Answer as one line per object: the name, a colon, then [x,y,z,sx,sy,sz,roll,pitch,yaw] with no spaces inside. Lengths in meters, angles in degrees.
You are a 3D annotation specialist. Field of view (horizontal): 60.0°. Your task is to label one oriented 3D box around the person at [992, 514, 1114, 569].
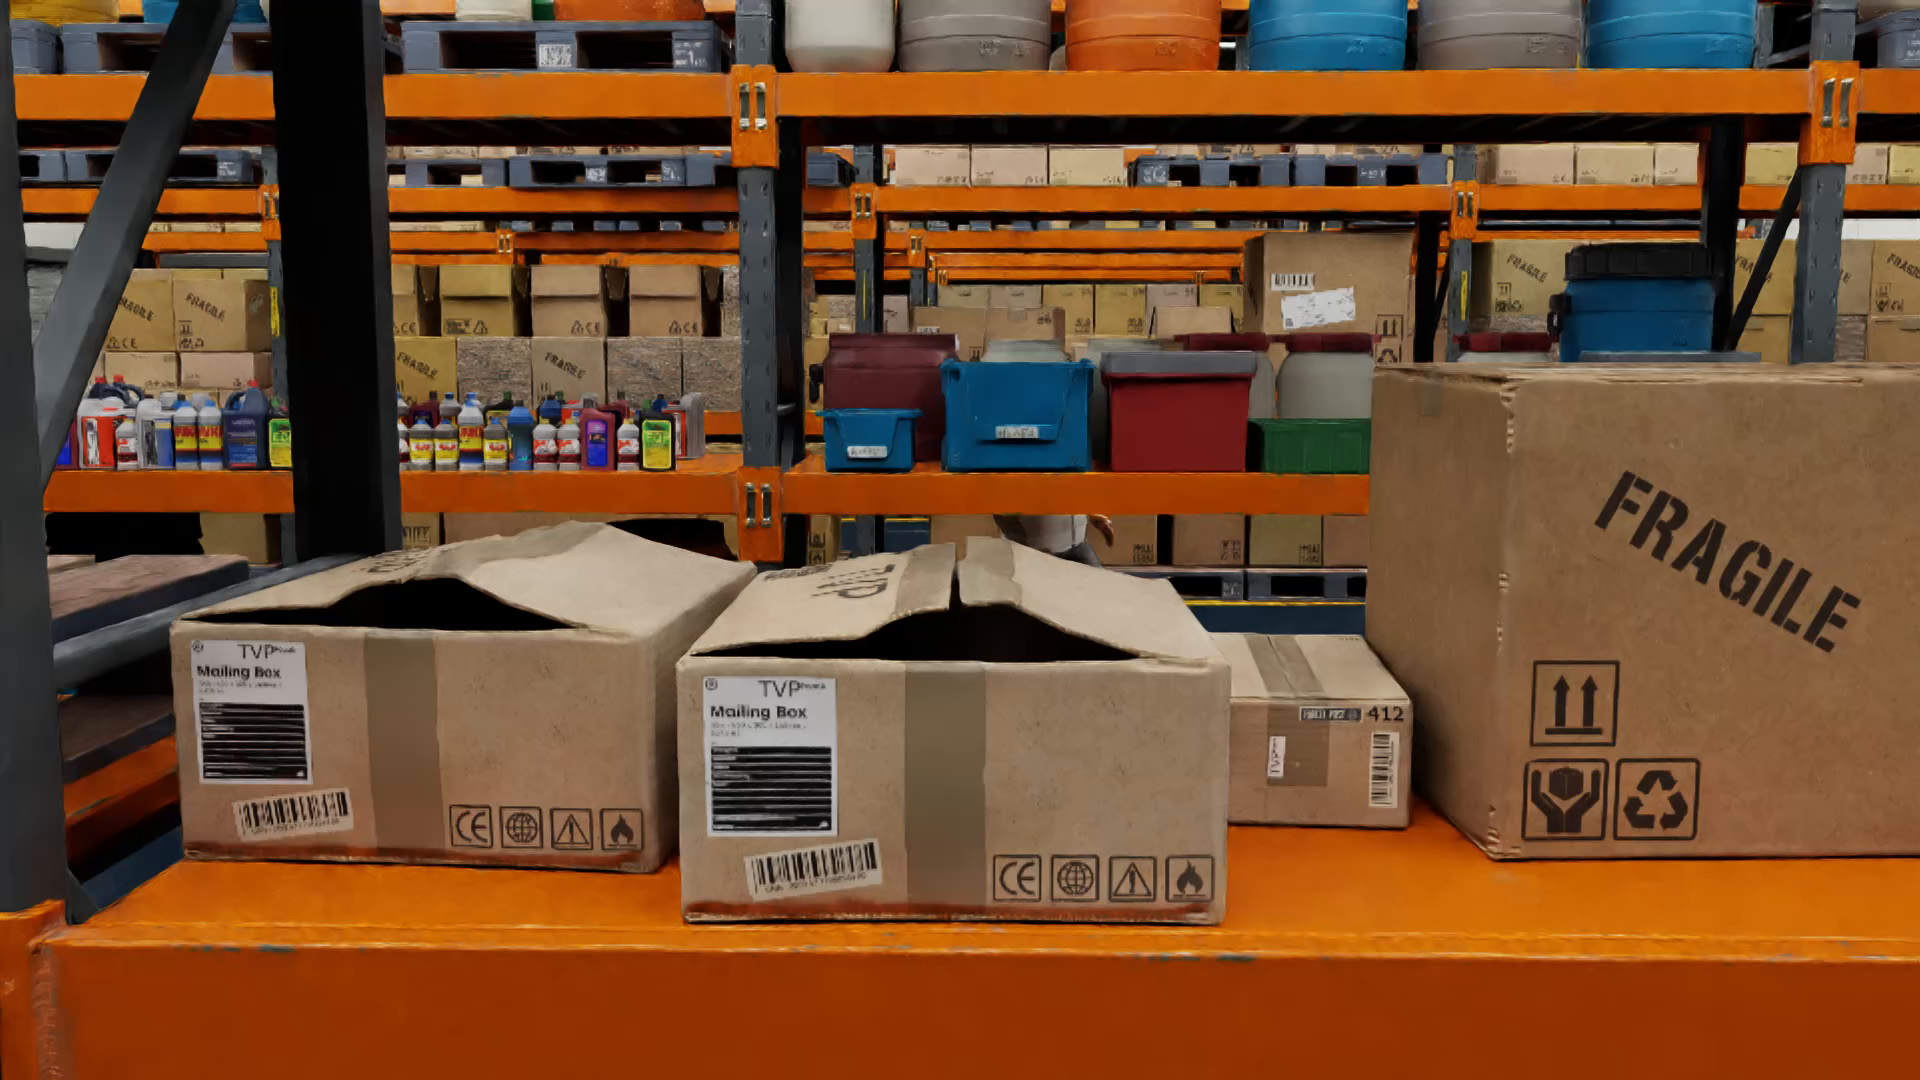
person: [0.461,-0.007,8.000,0.483,1.698,0.702,6,9,39]
